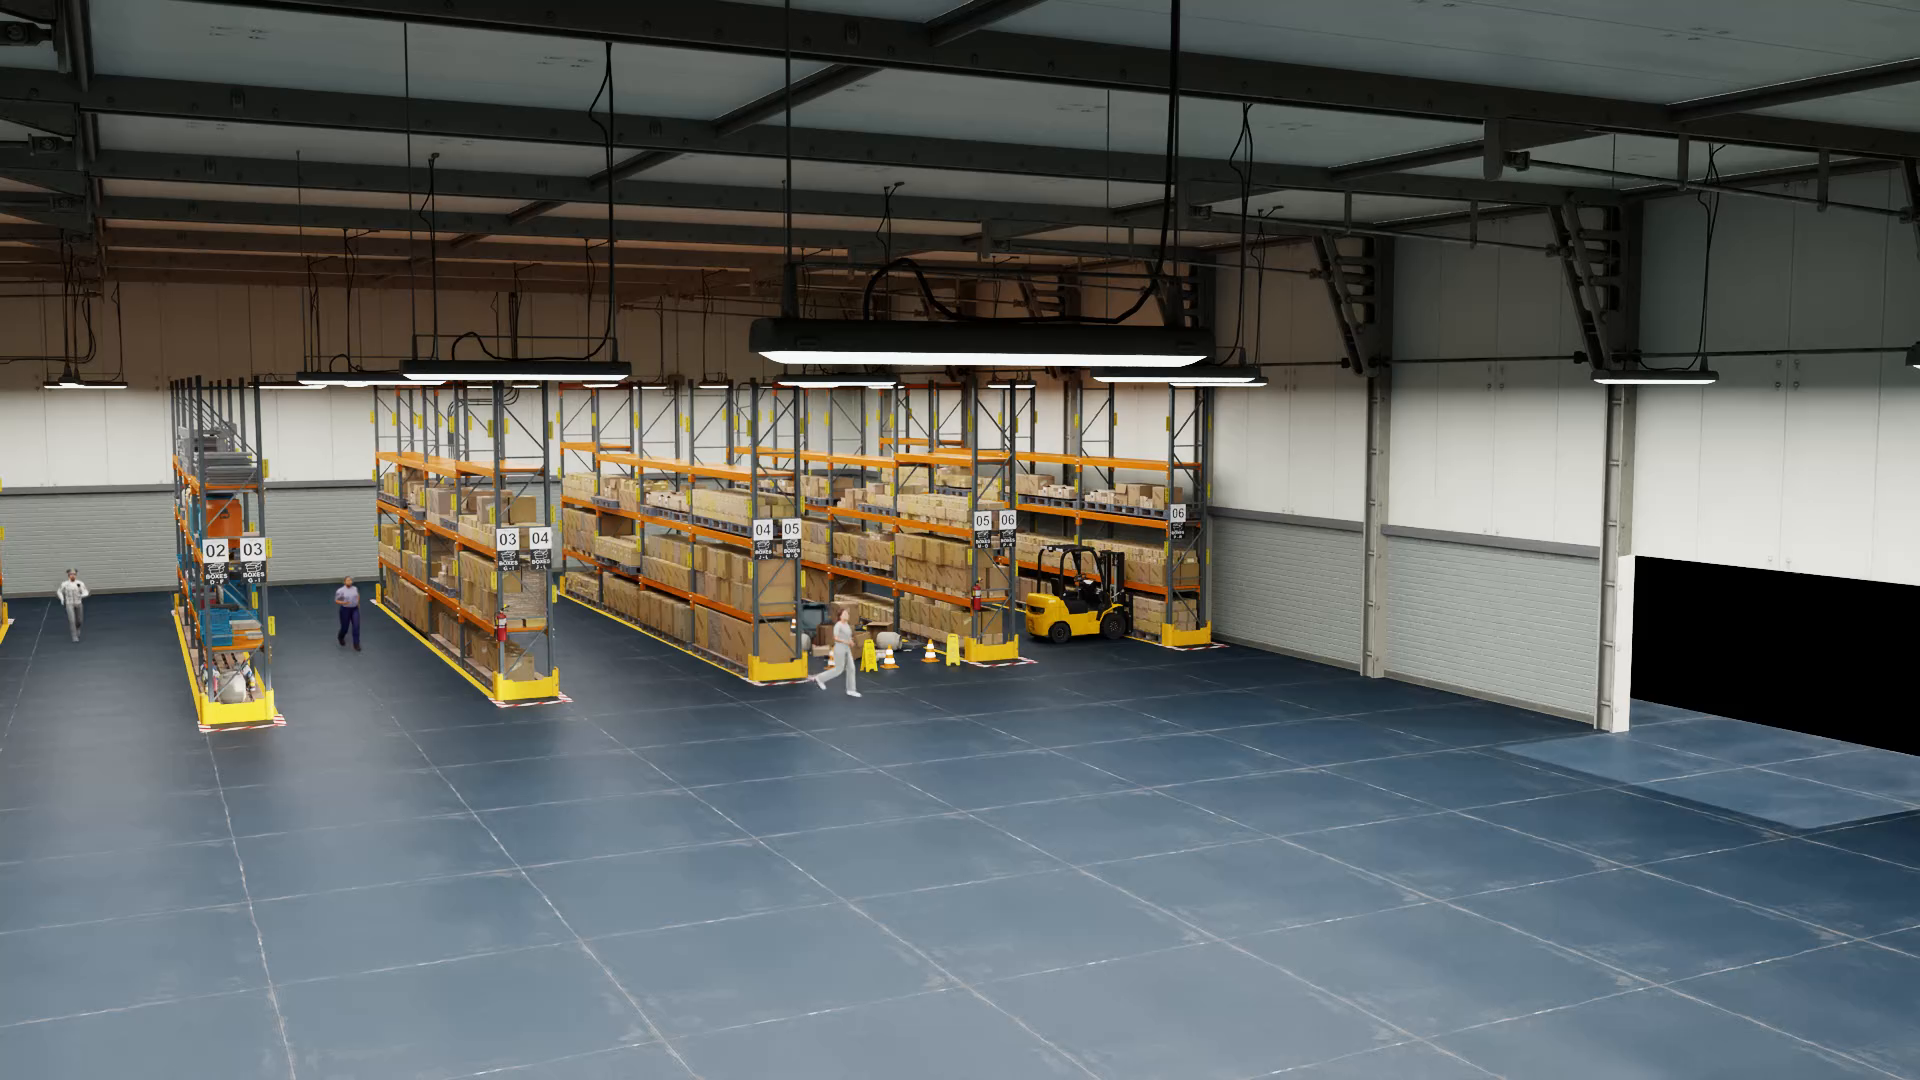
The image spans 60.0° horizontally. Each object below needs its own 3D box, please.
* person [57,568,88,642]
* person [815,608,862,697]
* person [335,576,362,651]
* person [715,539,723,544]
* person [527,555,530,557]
[{"bbox_3d":[-20.415,1.481,38.282,0.613,1.668,0.848,-3,6,-34],"label":"person"},{"bbox_3d":[-2.270,2.111,31.422,0.902,1.671,0.577,2,6,23],"label":"person"},{"bbox_3d":[-13.531,1.615,36.840,0.606,1.646,0.880,-4,7,-40],"label":"person"},{"bbox_3d":[-7.331,0.344,50.855,0.746,1.736,0.716,0,5,-3],"label":"person"},{"bbox_3d":[-12.093,0.627,47.507,0.717,1.730,0.936,2,6,25],"label":"person"}]
